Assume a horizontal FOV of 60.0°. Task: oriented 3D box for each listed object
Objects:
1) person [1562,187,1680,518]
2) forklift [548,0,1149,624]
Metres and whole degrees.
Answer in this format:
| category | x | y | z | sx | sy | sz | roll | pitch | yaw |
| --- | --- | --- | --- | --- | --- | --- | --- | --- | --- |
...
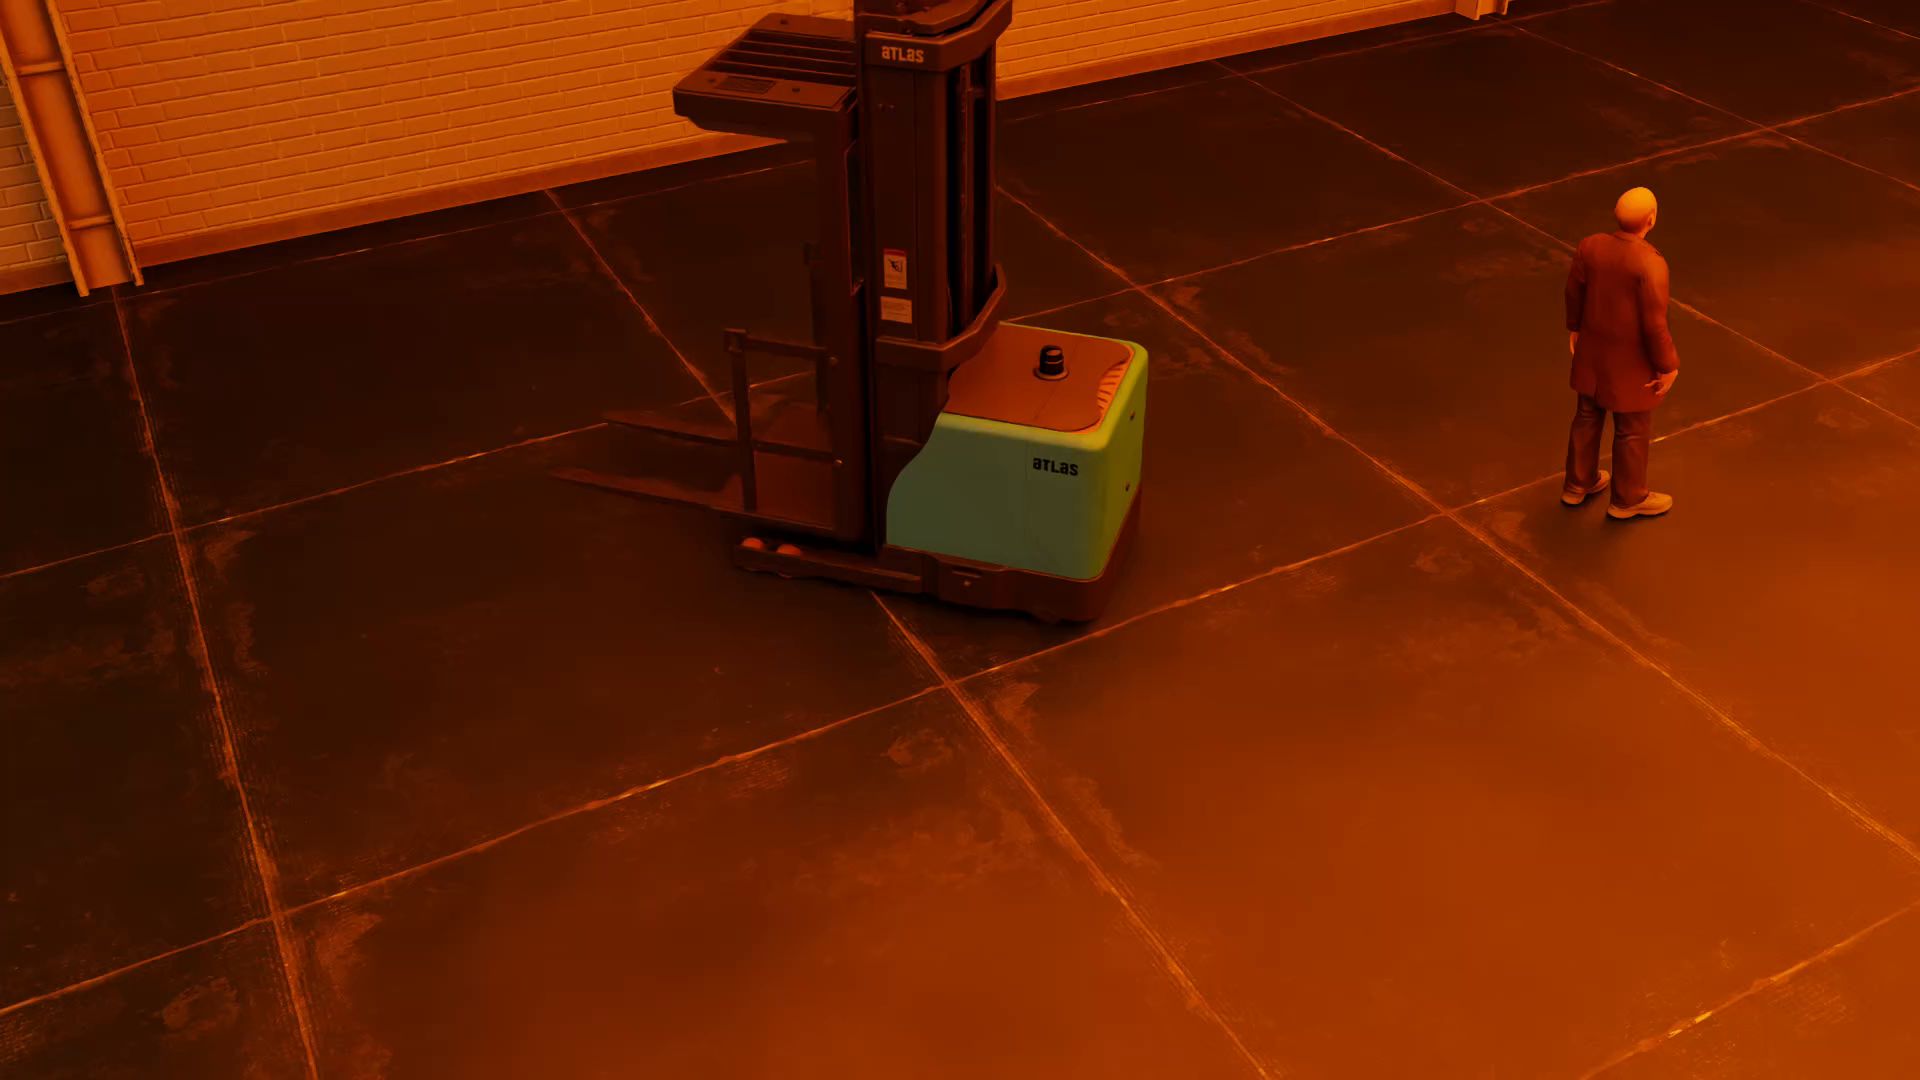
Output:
| category | x | y | z | sx | sy | sz | roll | pitch | yaw |
| --- | --- | --- | --- | --- | --- | --- | --- | --- | --- |
| person | 3.411 | -0.972 | 8.484 | 0.580 | 1.777 | 0.698 | -18 | 39 | -23 |
| forklift | -0.635 | -1.284 | 7.939 | 3.031 | 2.935 | 1.130 | 10 | 37 | 14 |
